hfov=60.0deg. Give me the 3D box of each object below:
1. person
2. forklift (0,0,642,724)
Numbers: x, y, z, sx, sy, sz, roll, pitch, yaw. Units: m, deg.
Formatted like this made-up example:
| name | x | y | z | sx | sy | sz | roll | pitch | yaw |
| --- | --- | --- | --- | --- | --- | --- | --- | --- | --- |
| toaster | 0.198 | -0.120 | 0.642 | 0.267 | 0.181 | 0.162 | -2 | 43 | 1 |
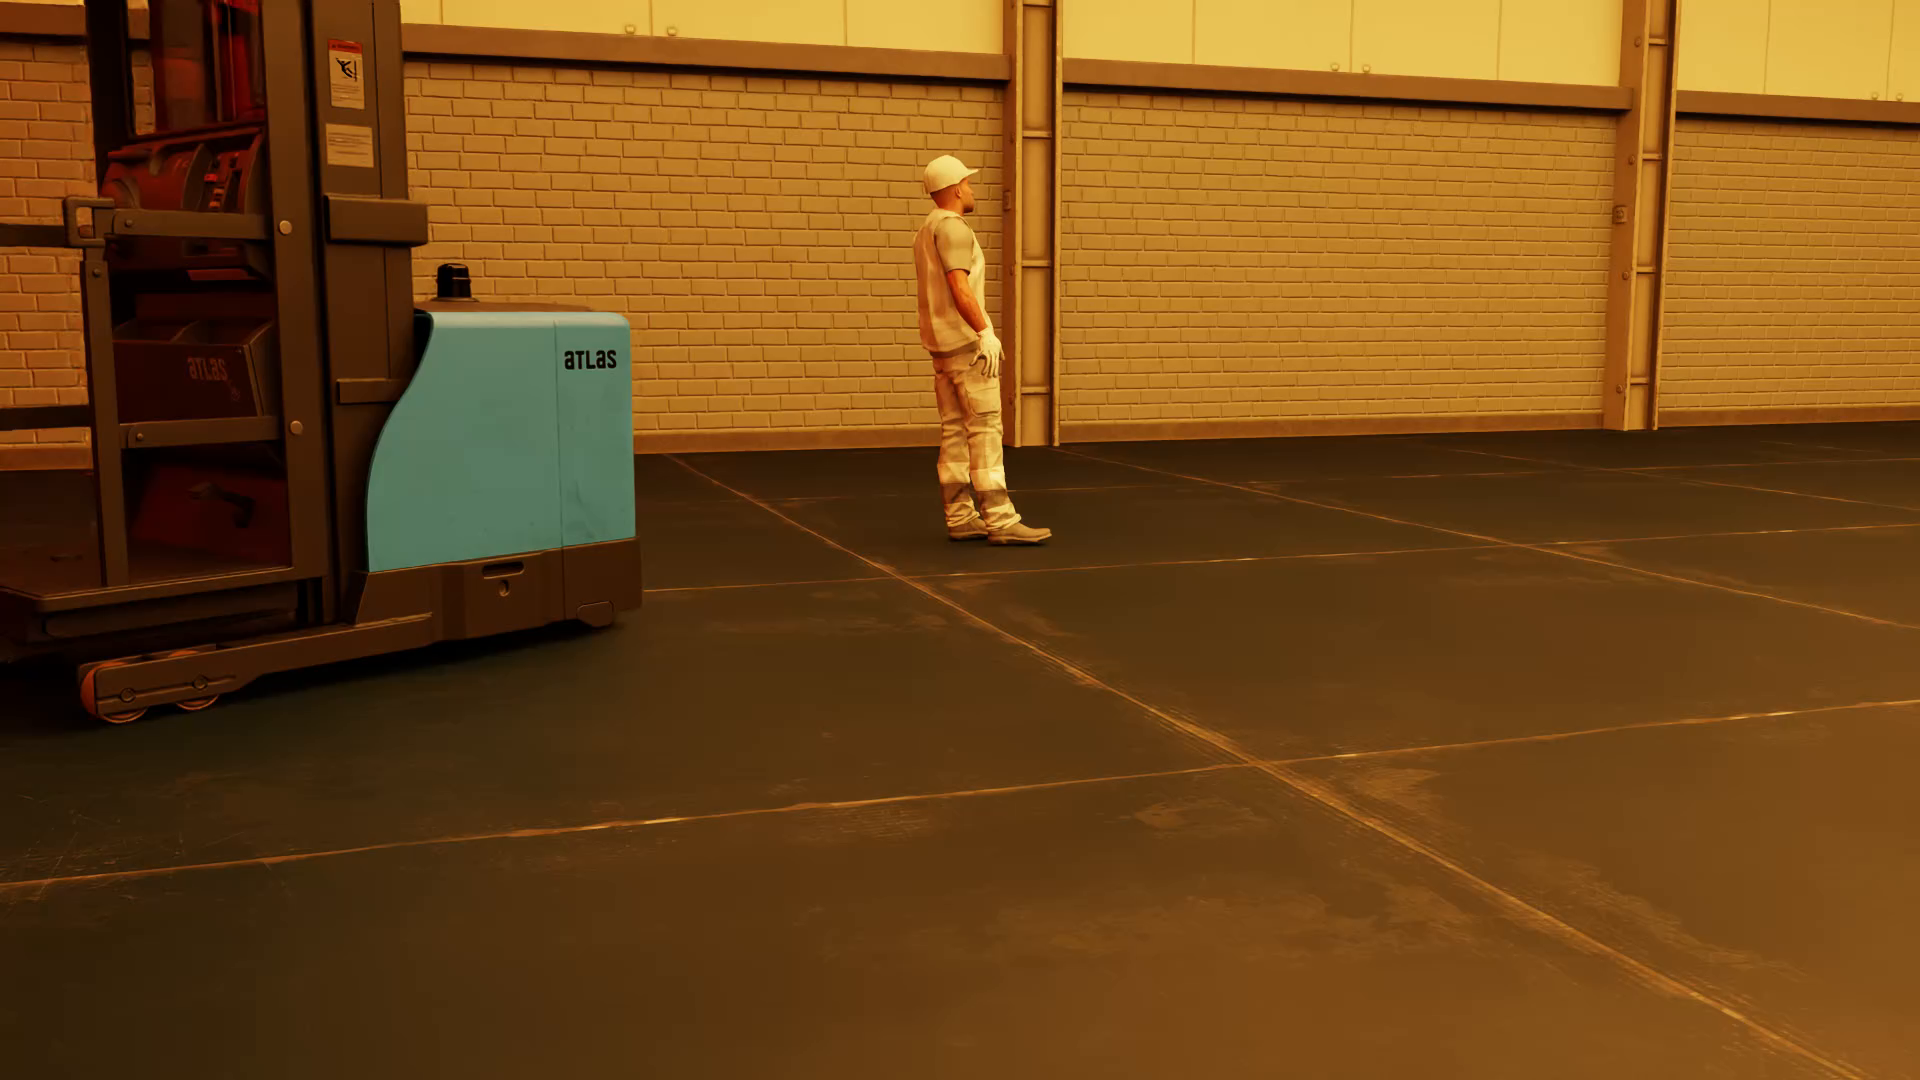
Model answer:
| name | x | y | z | sx | sy | sz | roll | pitch | yaw |
| --- | --- | --- | --- | --- | --- | --- | --- | --- | --- |
| person | 0.080 | -0.896 | 7.816 | 0.564 | 1.787 | 0.637 | -3 | 8 | -18 |
| forklift | -2.425 | -1.045 | 4.727 | 1.130 | 2.935 | 3.031 | 6 | 10 | 39 |
